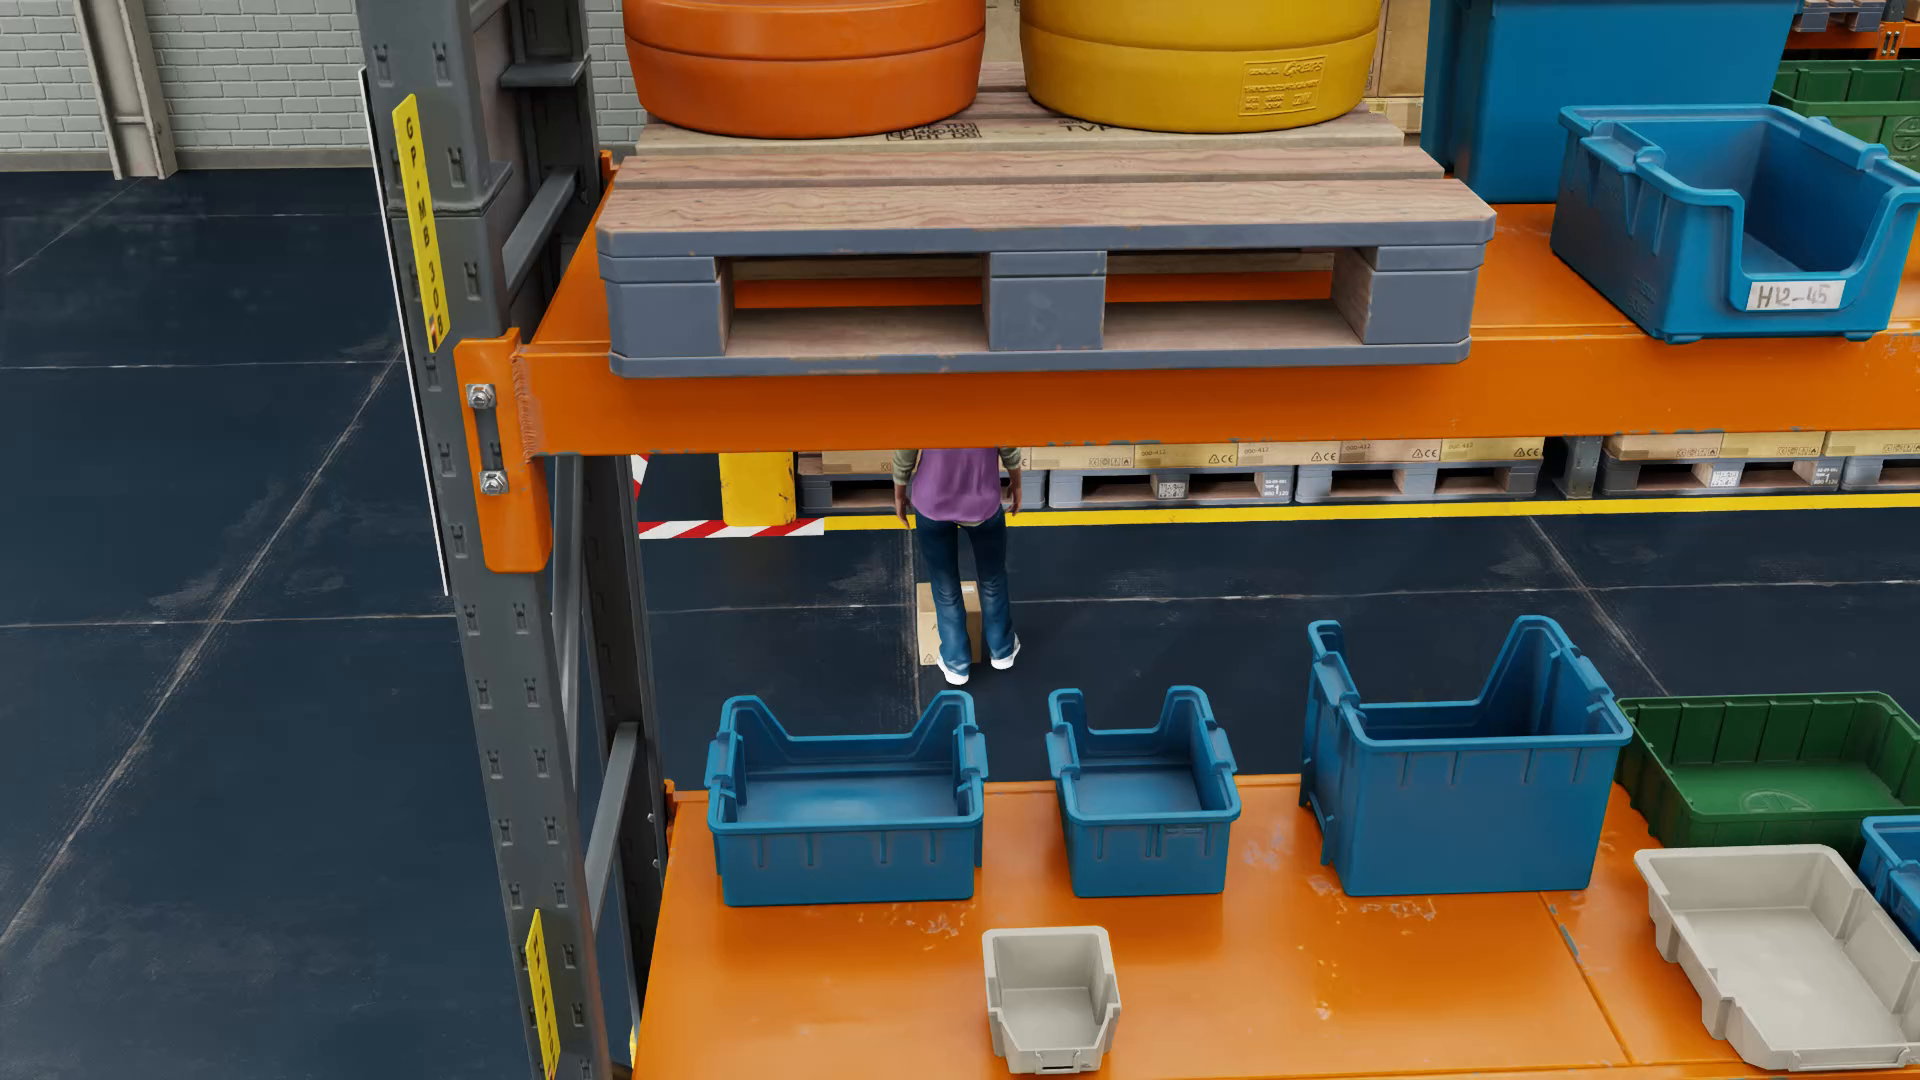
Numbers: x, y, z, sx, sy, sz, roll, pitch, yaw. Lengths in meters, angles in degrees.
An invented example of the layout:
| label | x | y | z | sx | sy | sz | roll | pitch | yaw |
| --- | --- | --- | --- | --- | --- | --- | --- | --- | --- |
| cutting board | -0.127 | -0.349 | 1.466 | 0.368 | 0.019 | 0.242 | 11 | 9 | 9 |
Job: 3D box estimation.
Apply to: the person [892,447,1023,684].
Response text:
| label | x | y | z | sx | sy | sz | roll | pitch | yaw |
| --- | --- | --- | --- | --- | --- | --- | --- | --- | --- |
| person | -0.001 | -0.172 | 6.435 | 0.520 | 1.597 | 0.475 | -1 | 28 | -3 |
